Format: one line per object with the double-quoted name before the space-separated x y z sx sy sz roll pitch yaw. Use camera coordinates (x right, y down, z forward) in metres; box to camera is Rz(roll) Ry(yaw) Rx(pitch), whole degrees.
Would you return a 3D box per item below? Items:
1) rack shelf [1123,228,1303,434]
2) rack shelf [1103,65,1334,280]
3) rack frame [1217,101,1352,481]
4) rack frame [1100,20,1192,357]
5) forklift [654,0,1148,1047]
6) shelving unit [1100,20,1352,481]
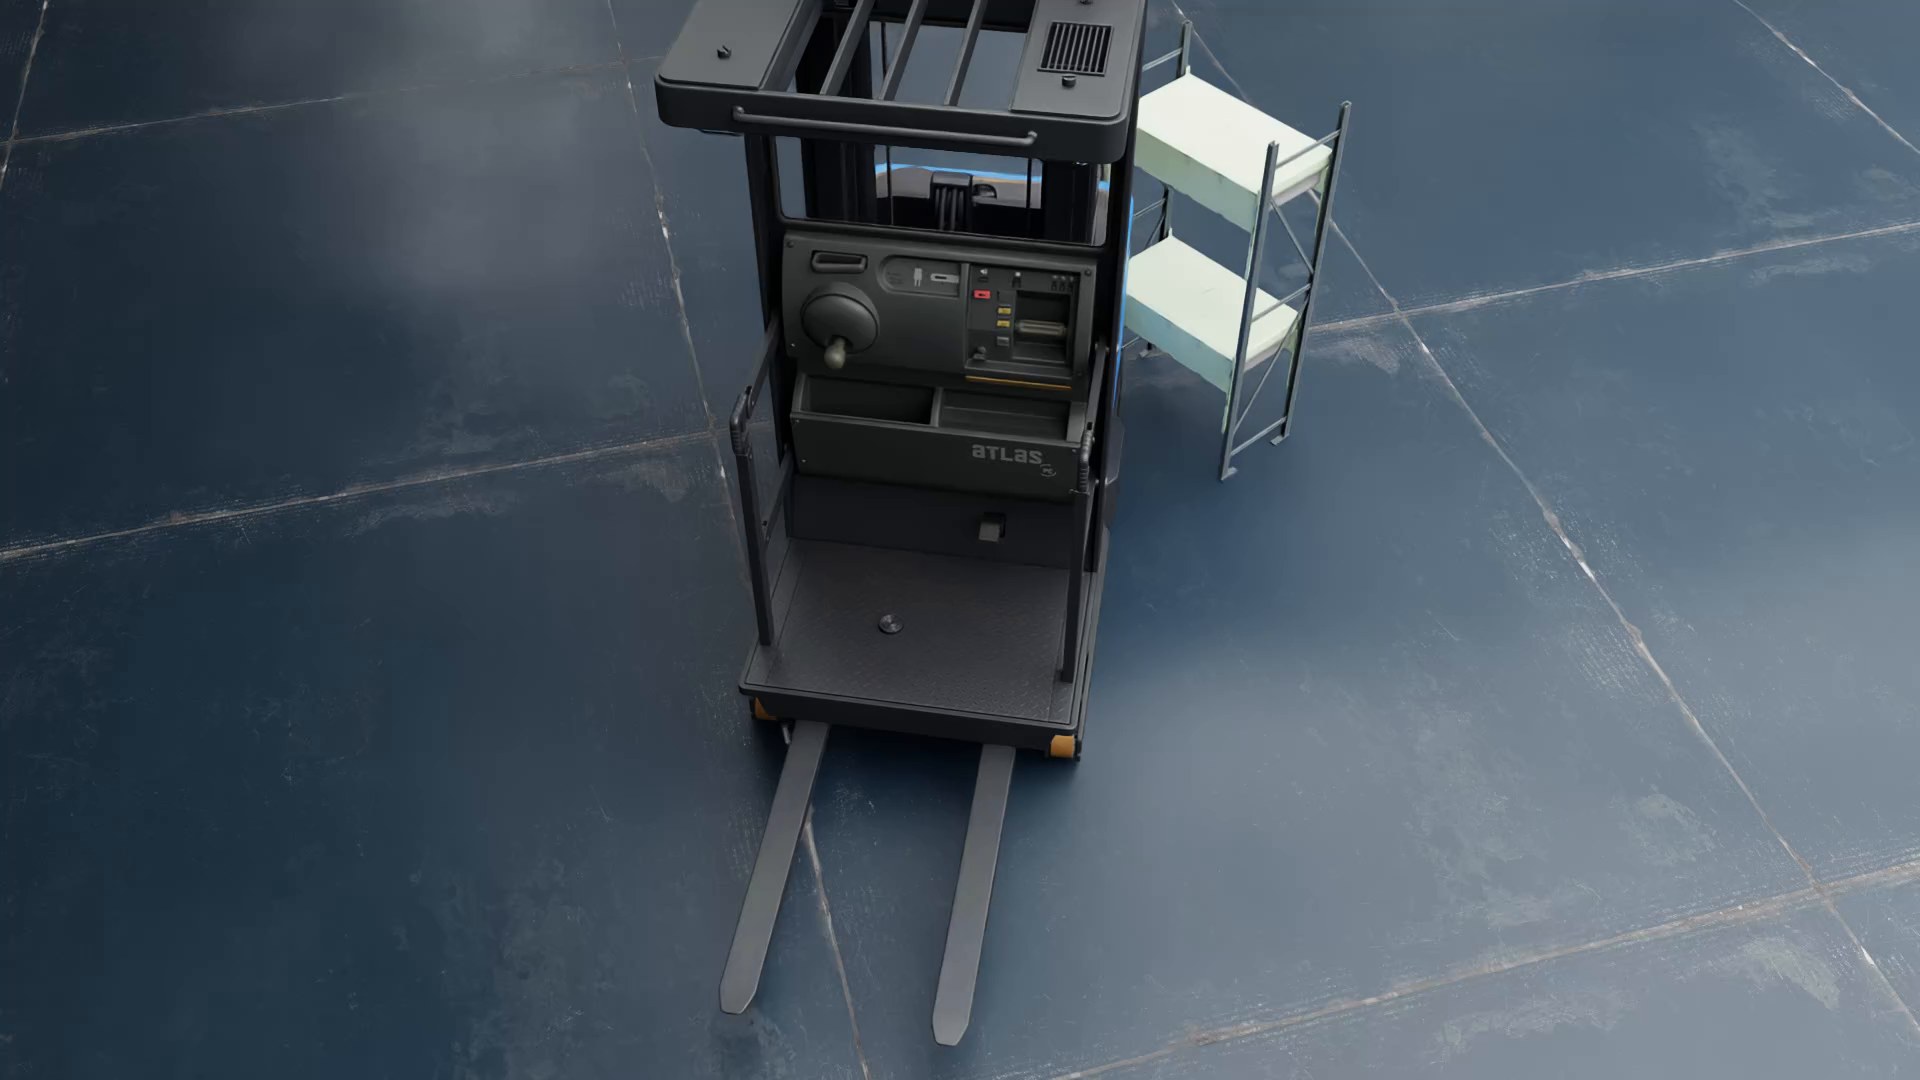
"rack shelf" 0.918 -0.822 6.462 0.431 0.370 0.720 -32 54 -28
"rack shelf" 0.918 -1.324 5.951 0.431 0.370 0.720 -32 54 -28
"rack frame" 1.160 -0.854 6.037 0.400 1.500 0.023 -32 54 -28
"rack frame" 0.677 -1.247 6.422 0.400 1.500 0.023 -32 54 -28
"forklift" -0.100 -0.582 4.768 1.130 2.935 3.031 7 46 6
"shelving unit" 0.918 -1.051 6.229 0.431 1.500 0.755 -32 54 -28
